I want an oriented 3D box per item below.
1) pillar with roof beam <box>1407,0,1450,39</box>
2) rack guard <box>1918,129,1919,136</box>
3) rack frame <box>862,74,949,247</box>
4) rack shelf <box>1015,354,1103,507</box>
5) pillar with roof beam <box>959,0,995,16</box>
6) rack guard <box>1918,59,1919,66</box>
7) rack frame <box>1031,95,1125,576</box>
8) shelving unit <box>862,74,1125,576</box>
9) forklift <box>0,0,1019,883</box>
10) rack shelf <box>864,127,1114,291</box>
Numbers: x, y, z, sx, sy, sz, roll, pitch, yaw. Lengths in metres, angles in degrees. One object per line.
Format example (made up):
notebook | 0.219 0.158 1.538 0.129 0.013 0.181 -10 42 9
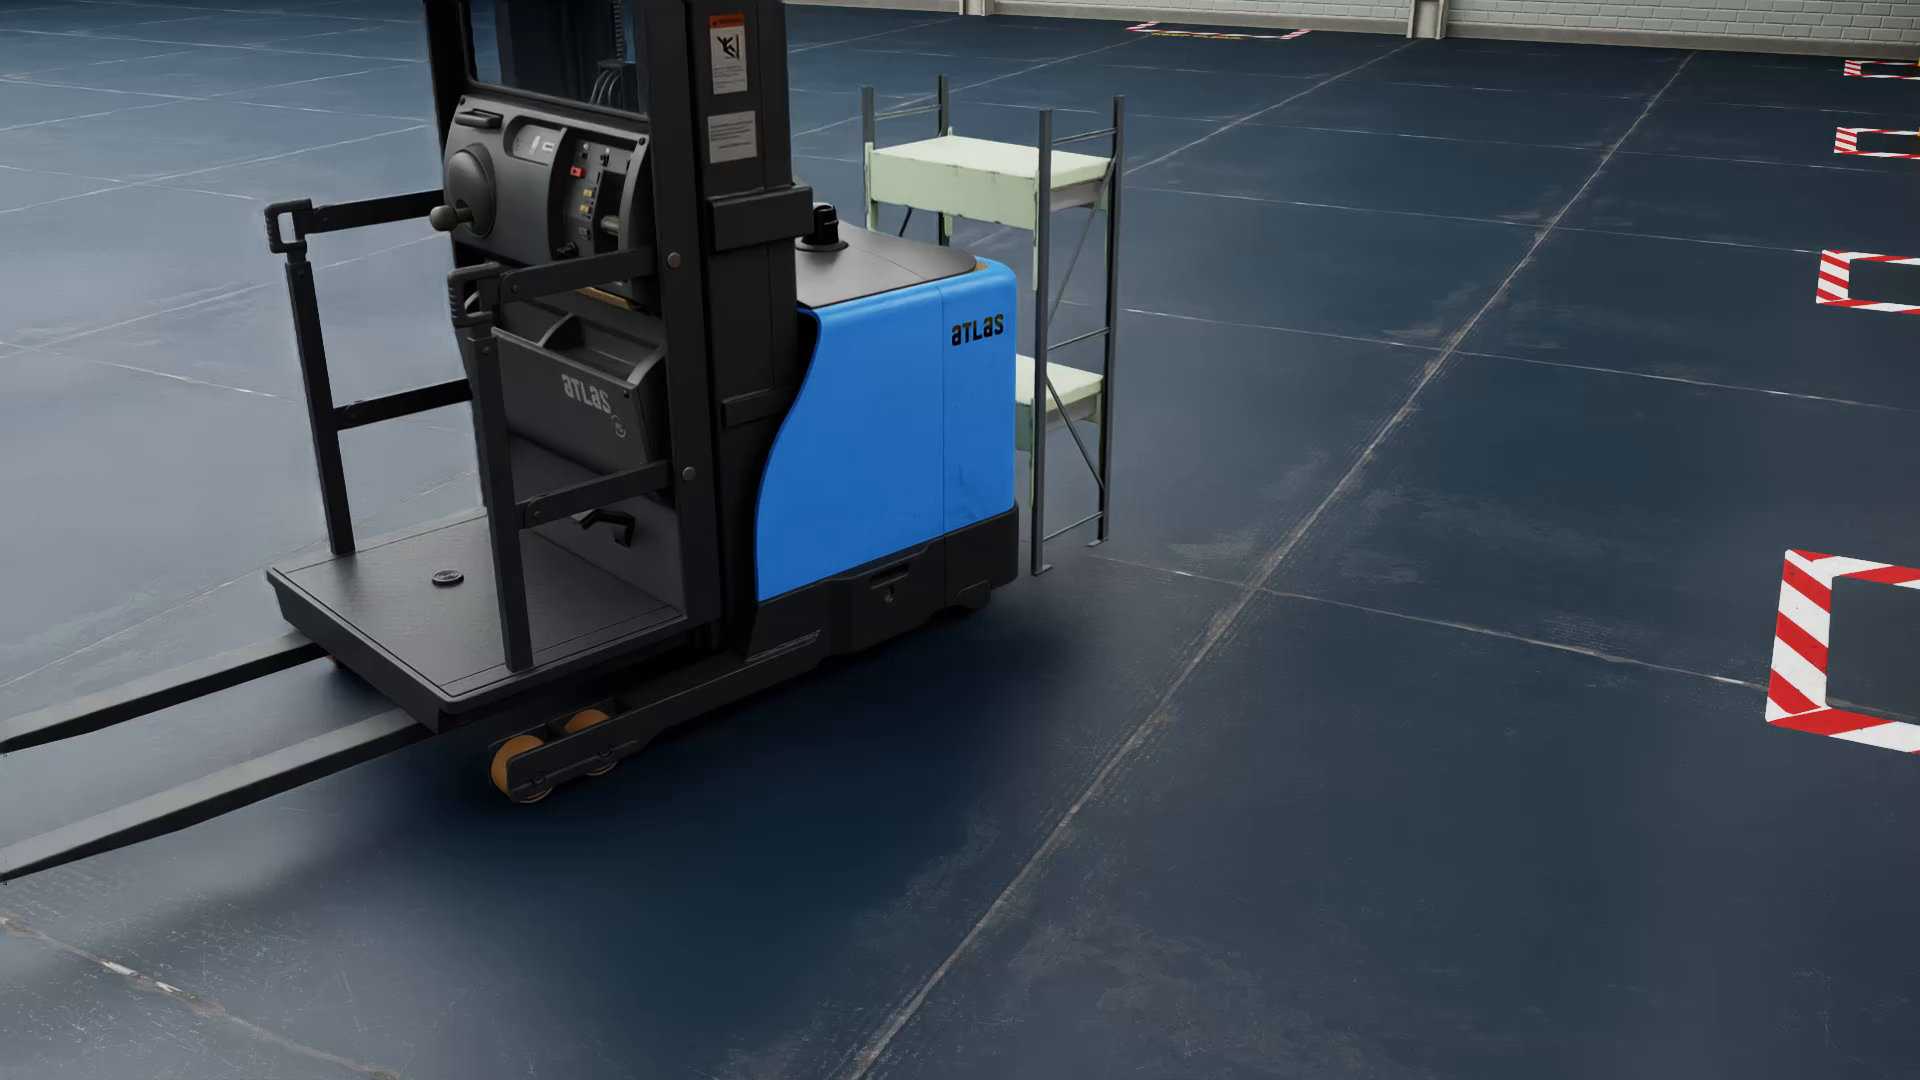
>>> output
pillar with roof beam | 3.643 -8.666 14.628 0.400 9.000 9.100 11 25 25
rack guard | 7.671 -3.294 12.856 0.348 0.500 1.175 11 25 25
rack frame | -0.177 -0.823 5.769 0.023 1.500 0.400 19 30 37
rack shelf | 0.098 -0.428 5.674 0.720 0.370 0.431 19 30 37
pillar with roof beam | -1.712 -9.725 17.119 0.400 9.000 9.100 11 25 25
rack guard | 9.992 -5.007 16.884 0.348 0.500 1.175 11 25 25
rack frame | 0.373 -0.634 5.324 0.023 1.500 0.400 19 30 37
shelving unit | 0.098 -0.728 5.547 0.755 1.500 0.431 19 30 37
forklift | -1.231 -0.915 4.157 3.031 2.935 1.130 -20 30 -39
rack shelf | 0.098 -1.088 5.394 0.720 0.370 0.431 19 30 37
